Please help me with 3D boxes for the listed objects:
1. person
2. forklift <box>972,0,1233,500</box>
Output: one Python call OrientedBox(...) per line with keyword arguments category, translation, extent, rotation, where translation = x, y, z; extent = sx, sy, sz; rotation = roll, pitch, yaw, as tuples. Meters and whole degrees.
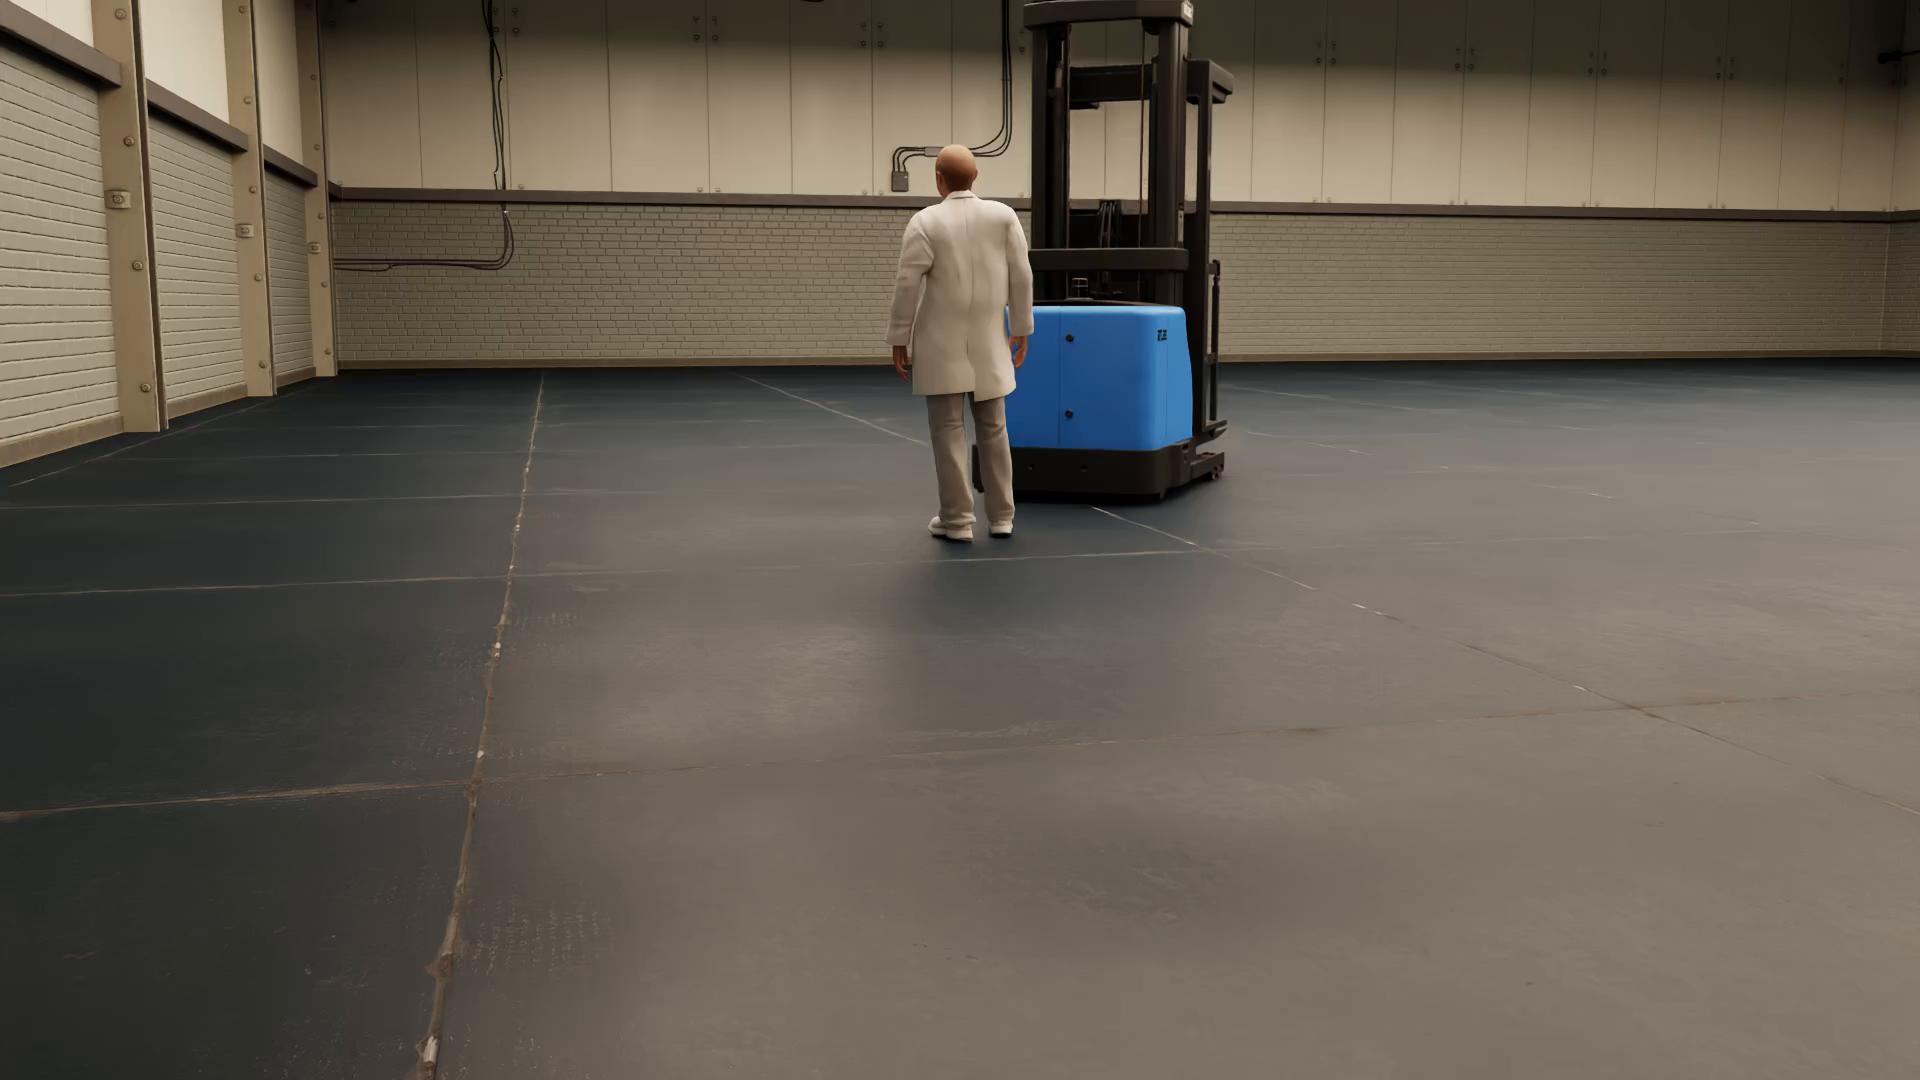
OrientedBox(category="person", translation=(-0.017, -0.900, 7.671), extent=(0.696, 1.776, 0.581), rotation=(-2, 8, -13))
OrientedBox(category="forklift", translation=(1.045, -1.838, 10.264), extent=(1.130, 2.935, 3.031), rotation=(3, 8, 20))
